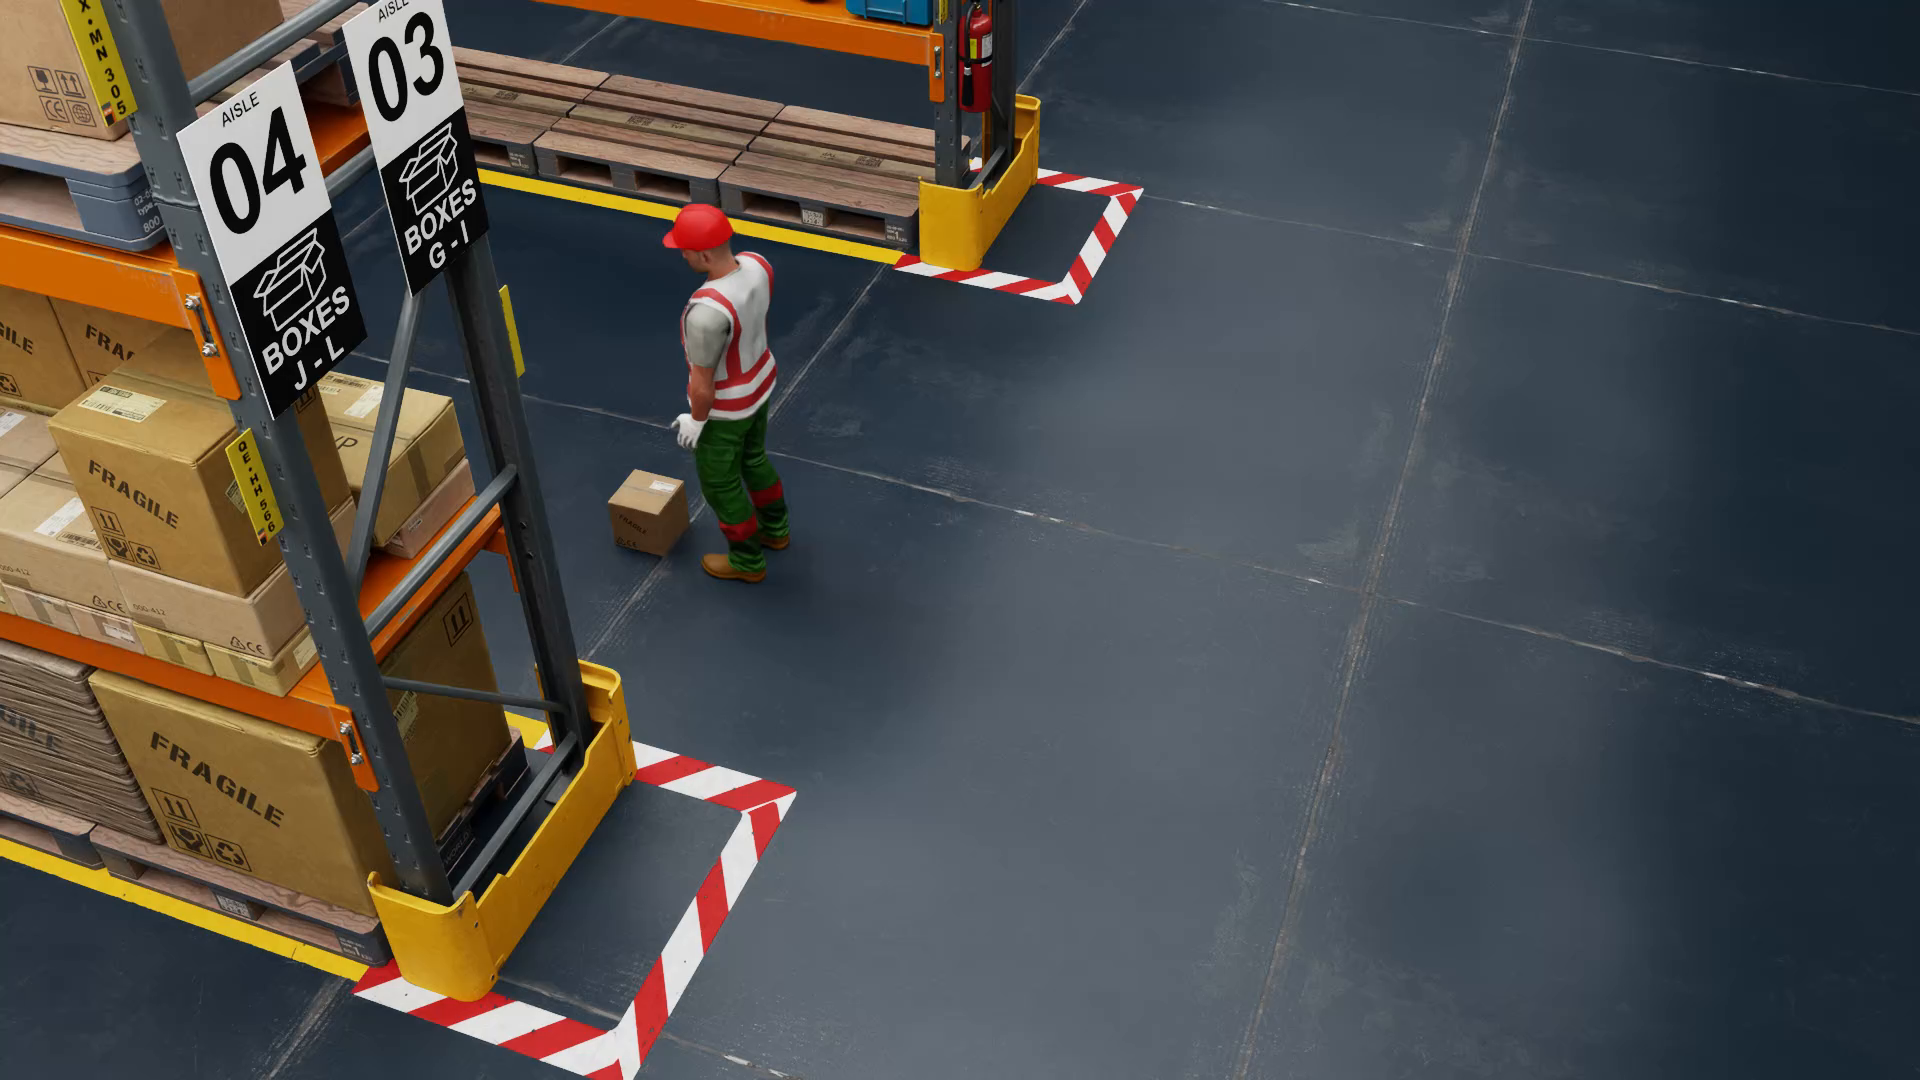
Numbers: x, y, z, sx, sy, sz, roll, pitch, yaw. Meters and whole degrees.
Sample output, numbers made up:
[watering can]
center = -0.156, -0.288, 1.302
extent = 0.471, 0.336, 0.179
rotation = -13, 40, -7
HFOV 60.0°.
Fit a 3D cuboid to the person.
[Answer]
[person]
center = -0.952, -0.580, 6.815
extent = 0.365, 1.775, 0.529
rotation = 14, 43, 16
